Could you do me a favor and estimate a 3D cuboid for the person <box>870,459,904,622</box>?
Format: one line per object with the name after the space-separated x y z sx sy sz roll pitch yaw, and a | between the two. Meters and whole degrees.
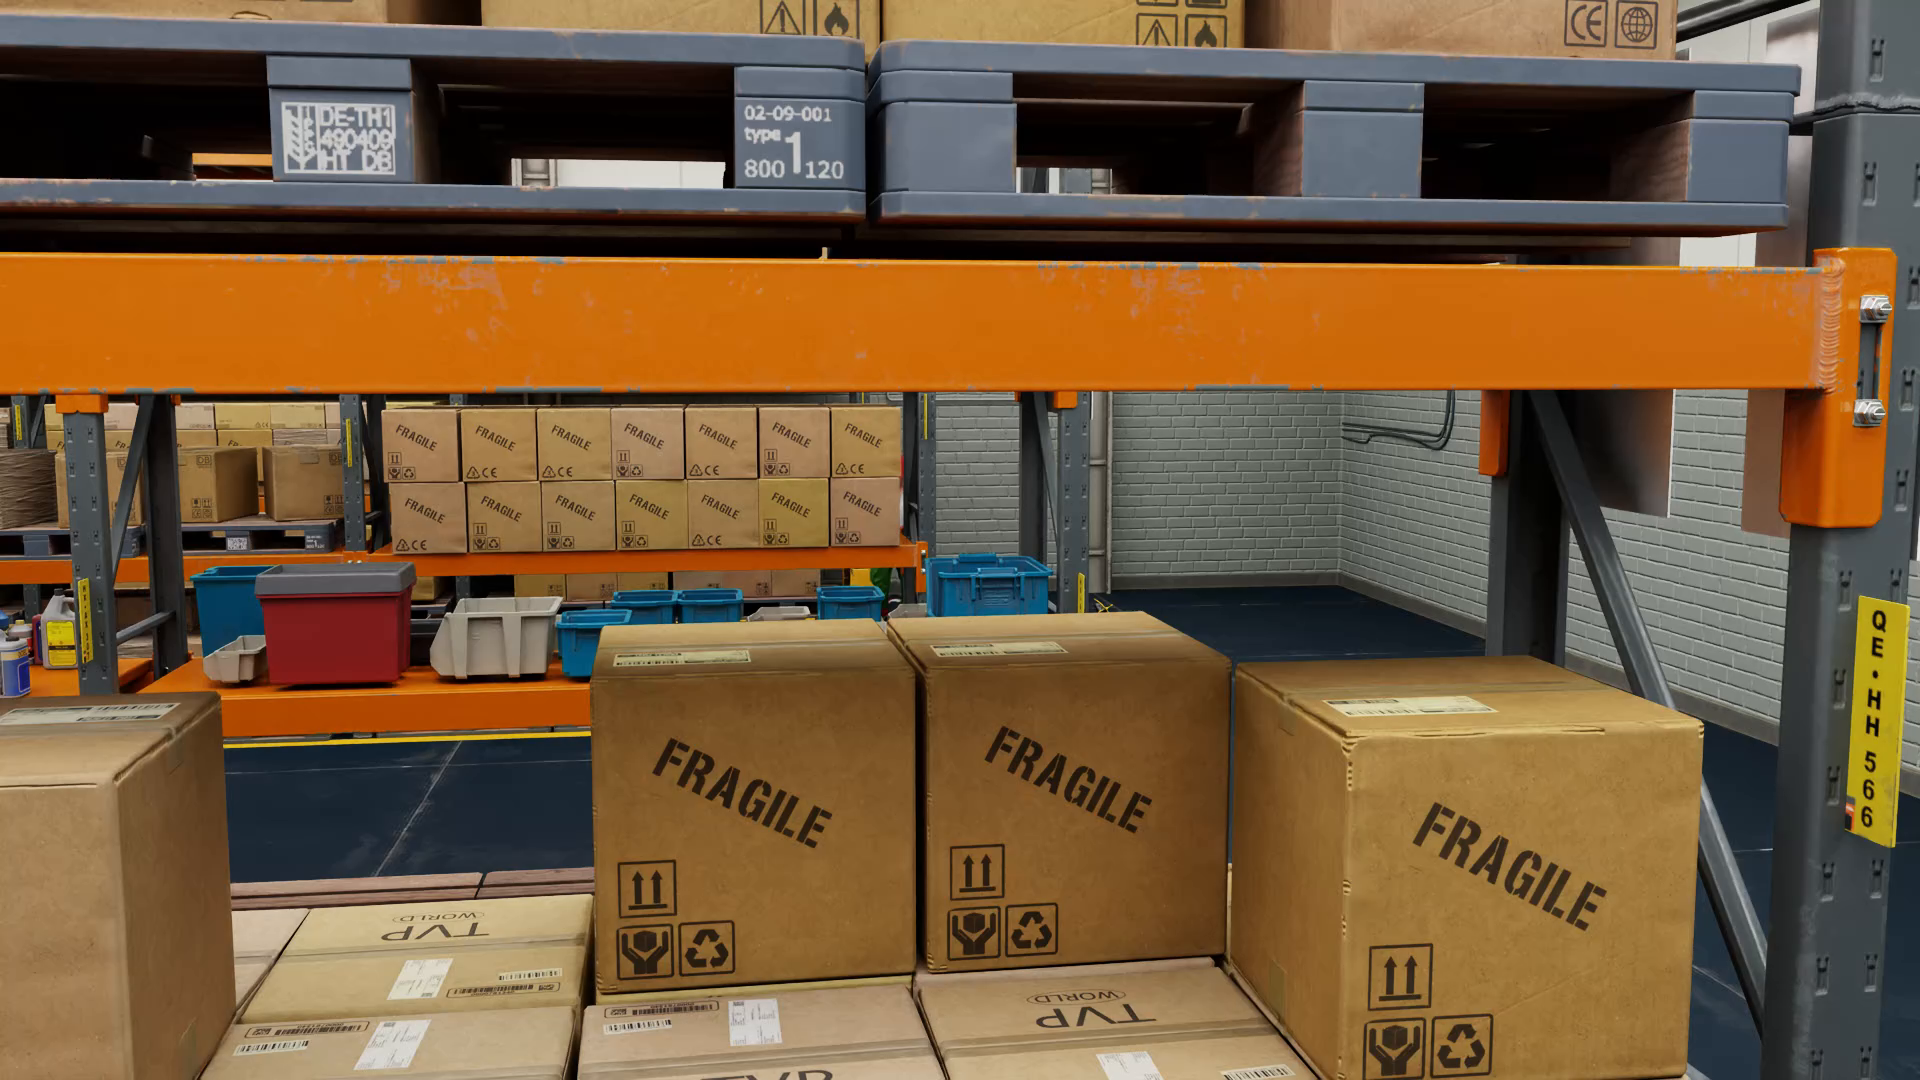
-0.583 0.098 15.440 0.541 1.744 0.443 -1 6 -7 | person
